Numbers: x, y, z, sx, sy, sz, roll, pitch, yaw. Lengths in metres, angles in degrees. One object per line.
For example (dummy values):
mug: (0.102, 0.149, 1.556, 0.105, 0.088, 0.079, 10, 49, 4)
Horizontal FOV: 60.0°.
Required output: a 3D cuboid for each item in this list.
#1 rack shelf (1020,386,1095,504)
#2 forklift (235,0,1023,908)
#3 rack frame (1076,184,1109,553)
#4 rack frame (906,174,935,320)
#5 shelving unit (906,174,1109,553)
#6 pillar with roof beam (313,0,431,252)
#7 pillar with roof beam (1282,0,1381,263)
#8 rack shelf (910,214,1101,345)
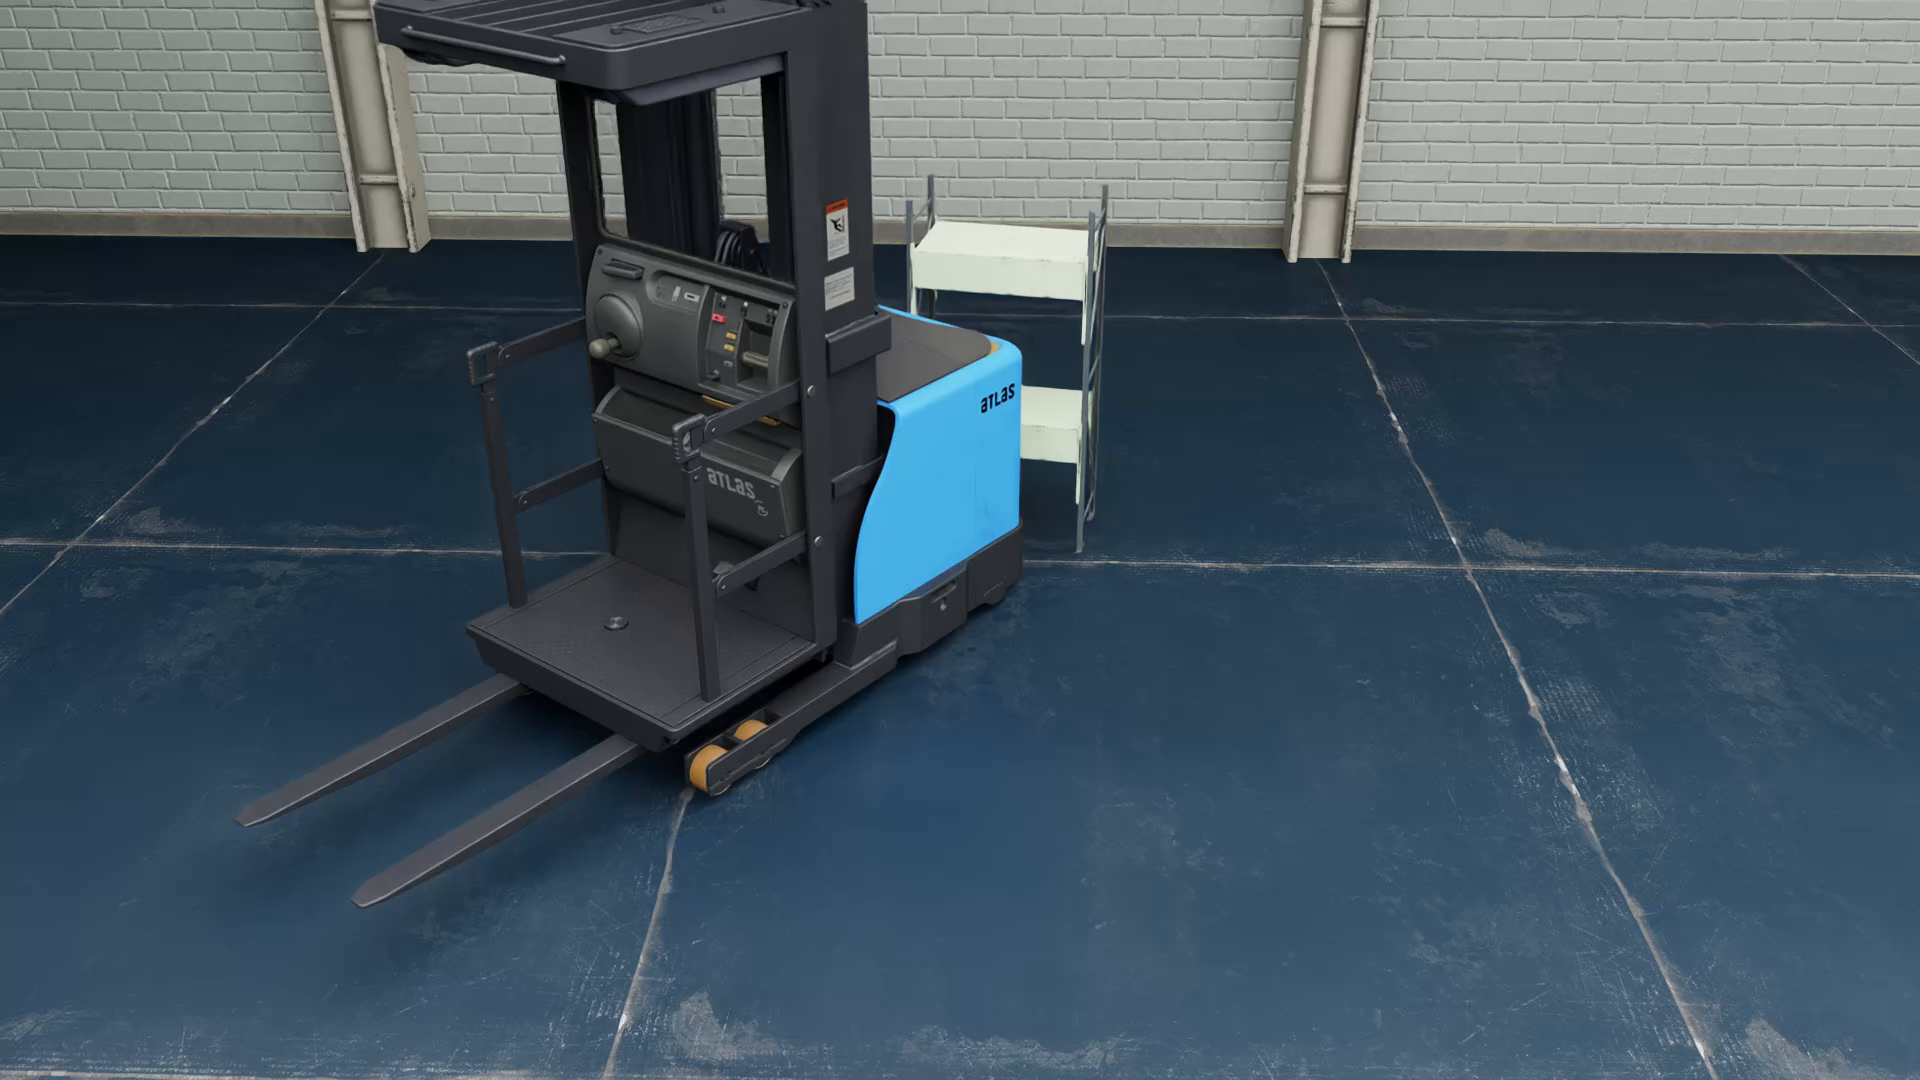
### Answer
rack shelf: (0.196, -0.446, 7.187, 0.720, 0.370, 0.431, 6, 29, 11)
forklift: (-1.050, -0.695, 5.432, 1.130, 2.935, 3.031, 20, 34, 33)
rack frame: (0.553, -0.697, 6.964, 0.023, 1.500, 0.400, 6, 29, 11)
rack frame: (-0.161, -0.772, 7.104, 0.023, 1.500, 0.400, 6, 29, 11)
shelving unit: (0.196, -0.734, 7.034, 0.755, 1.500, 0.431, 6, 29, 11)
pillar with roof beam: (-3.856, -3.899, 4.998, 0.400, 9.000, 9.100, 1, 28, 2)
pillar with roof beam: (2.140, -3.800, 4.811, 0.400, 9.000, 9.100, 1, 28, 2)
rack shelf: (0.196, -1.079, 6.851, 0.720, 0.370, 0.431, 6, 29, 11)
